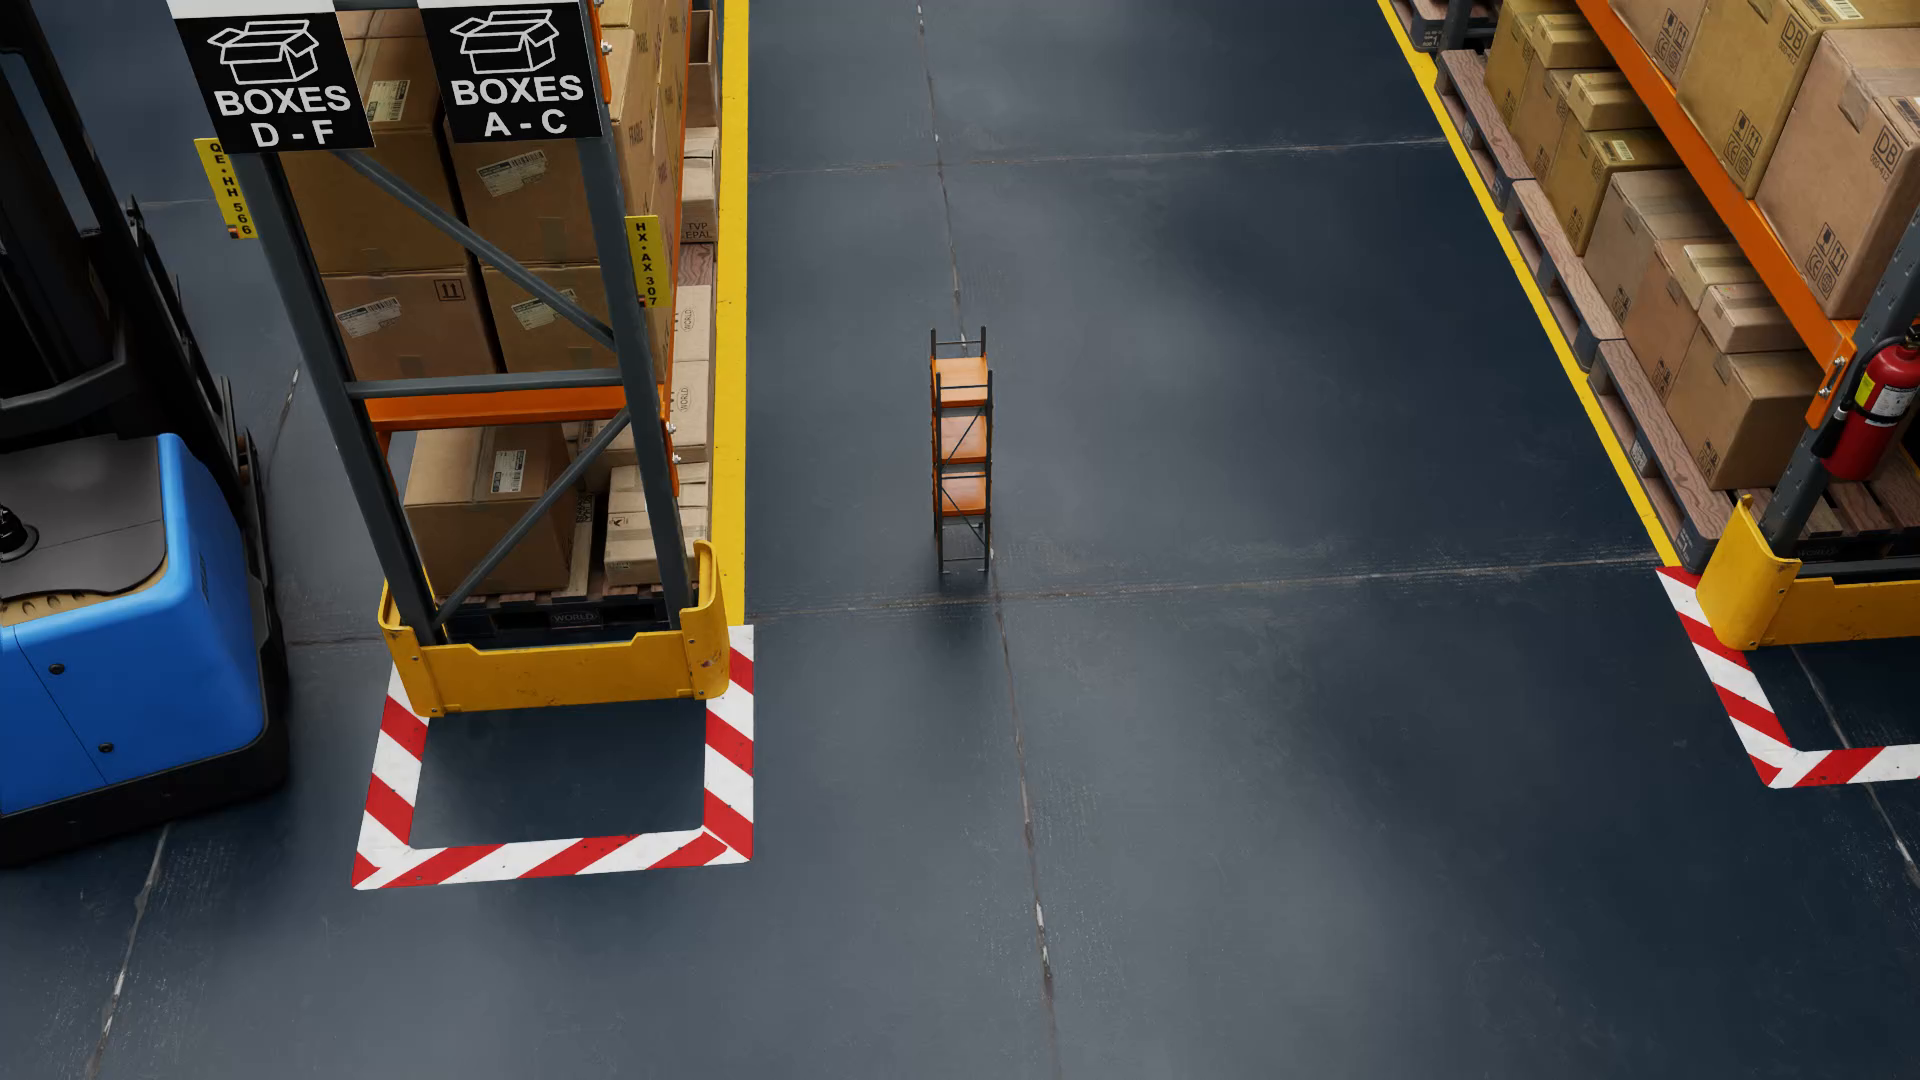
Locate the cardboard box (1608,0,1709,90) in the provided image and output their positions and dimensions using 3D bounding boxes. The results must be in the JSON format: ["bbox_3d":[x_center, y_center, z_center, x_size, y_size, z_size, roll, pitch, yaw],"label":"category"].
[{"bbox_3d":[3.304,-2.332,6.686,0.980,0.700,0.700,-6,47,-5],"label":"cardboard box"}]

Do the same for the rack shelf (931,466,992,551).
[{"bbox_3d":[0.004,-0.124,6.542,0.215,0.259,0.240,-3,47,-3],"label":"rack shelf"}]

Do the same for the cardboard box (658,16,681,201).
[{"bbox_3d":[-1.314,-1.586,6.117,0.500,0.500,0.500,-4,47,-3],"label":"cardboard box"}]

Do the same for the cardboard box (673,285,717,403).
[{"bbox_3d":[-1.299,-0.818,7.050,0.500,0.250,0.500,-3,47,-3],"label":"cardboard box"}]

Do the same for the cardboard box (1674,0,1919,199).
[{"bbox_3d":[3.359,-1.780,6.163,0.980,0.700,0.700,-4,47,-4],"label":"cardboard box"}]

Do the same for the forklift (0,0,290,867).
[{"bbox_3d":[-3.383,-0.992,5.671,1.130,2.935,3.031,-16,49,-14],"label":"forklift"}]

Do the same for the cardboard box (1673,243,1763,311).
[{"bbox_3d":[3.111,-1.057,6.671,0.380,0.149,0.250,-2,47,-2],"label":"cardboard box"}]

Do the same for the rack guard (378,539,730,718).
[{"bbox_3d":[-1.459,0.326,6.097,1.175,0.500,0.348,-3,47,-3],"label":"rack guard"}]

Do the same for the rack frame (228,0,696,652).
[{"bbox_3d":[-1.452,-0.479,5.137,1.000,3.000,0.127,-3,47,-3],"label":"rack frame"}]

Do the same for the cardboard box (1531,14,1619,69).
[{"bbox_3d":[2.956,-2.378,7.922,0.380,0.149,0.250,-2,47,-2],"label":"cardboard box"}]

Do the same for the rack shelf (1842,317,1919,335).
[{"bbox_3d":[3.316,-2.049,6.986,0.919,0.124,3.809,-3,47,-3],"label":"rack shelf"}]

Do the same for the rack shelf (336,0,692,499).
[{"bbox_3d":[-1.620,-1.678,6.769,1.077,0.370,4.000,-3,47,-3],"label":"rack shelf"}]

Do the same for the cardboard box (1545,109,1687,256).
[{"bbox_3d":[3.189,-1.679,7.706,0.700,0.500,0.500,-3,47,-2],"label":"cardboard box"}]

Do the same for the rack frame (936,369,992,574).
[{"bbox_3d":[0.015,-0.234,6.249,0.200,1.050,0.008,-3,47,-3],"label":"rack frame"}]

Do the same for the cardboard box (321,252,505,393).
[{"bbox_3d":[-1.761,-0.820,5.392,0.500,0.500,0.500,-2,47,-2],"label":"cardboard box"}]

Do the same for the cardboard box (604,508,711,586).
[{"bbox_3d":[-1.145,0.027,6.319,0.380,0.149,0.250,-3,47,-3],"label":"cardboard box"}]

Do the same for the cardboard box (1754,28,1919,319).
[{"bbox_3d":[3.431,-1.254,5.665,0.980,0.700,0.700,-2,47,-1],"label":"cardboard box"}]

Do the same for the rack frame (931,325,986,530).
[{"bbox_3d":[-0.006,-0.411,6.416,0.200,1.050,0.008,-3,47,-3],"label":"rack frame"}]

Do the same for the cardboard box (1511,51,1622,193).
[{"bbox_3d":[3.148,-2.050,8.058,0.700,0.500,0.500,-4,47,-4],"label":"cardboard box"}]

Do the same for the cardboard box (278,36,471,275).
[{"bbox_3d":[-1.764,-1.162,5.027,0.500,0.500,0.500,-4,47,-4],"label":"cardboard box"}]

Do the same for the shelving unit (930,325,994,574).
[{"bbox_3d":[0.004,-0.322,6.332,0.215,1.050,0.252,-3,47,-3],"label":"shelving unit"}]

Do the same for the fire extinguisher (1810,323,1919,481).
[{"bbox_3d":[3.036,-0.490,5.459,0.296,0.674,0.183,-3,47,-3],"label":"fire extinguisher"}]

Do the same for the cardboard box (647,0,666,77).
[{"bbox_3d":[-1.315,-1.934,5.758,0.500,0.500,0.500,-3,47,-3],"label":"cardboard box"}]

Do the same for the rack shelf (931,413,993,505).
[{"bbox_3d":[0.004,-0.315,6.340,0.215,0.259,0.240,-3,47,-3],"label":"rack shelf"}]

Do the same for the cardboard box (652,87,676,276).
[{"bbox_3d":[-1.275,-1.223,5.773,0.500,0.500,0.500,-4,47,-4],"label":"cardboard box"}]

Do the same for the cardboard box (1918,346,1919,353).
[{"bbox_3d":[3.535,-0.712,6.344,0.380,0.149,0.250,-3,47,-3],"label":"cardboard box"}]

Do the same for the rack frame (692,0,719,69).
[{"bbox_3d":[-1.787,-3.373,7.878,1.000,3.000,0.127,-3,47,-3],"label":"rack frame"}]

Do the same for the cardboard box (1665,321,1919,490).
[{"bbox_3d":[3.325,-0.568,6.654,0.700,0.500,0.500,-3,47,-3],"label":"cardboard box"}]

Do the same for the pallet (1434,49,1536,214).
[{"bbox_3d":[3.134,-2.163,8.653,1.003,0.211,1.213,-3,47,-3],"label":"pallet"}]

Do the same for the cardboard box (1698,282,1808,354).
[{"bbox_3d":[3.133,-0.872,6.496,0.380,0.149,0.250,-4,47,-4],"label":"cardboard box"}]

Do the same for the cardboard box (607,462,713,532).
[{"bbox_3d":[-1.166,-0.160,6.484,0.380,0.166,0.250,-3,47,-3],"label":"cardboard box"}]

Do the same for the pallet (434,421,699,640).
[{"bbox_3d":[-1.526,-0.151,6.748,1.003,0.211,1.213,-3,47,-3],"label":"pallet"}]

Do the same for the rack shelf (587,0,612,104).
[{"bbox_3d":[-1.620,-2.710,5.680,1.077,0.370,4.000,-3,47,-3],"label":"rack shelf"}]

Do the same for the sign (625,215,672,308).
[{"bbox_3d":[-0.912,-0.809,4.854,0.100,0.325,0.005,-3,47,-3],"label":"sign"}]

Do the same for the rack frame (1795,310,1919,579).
[{"bbox_3d":[3.480,-0.782,5.425,0.949,2.616,0.053,-3,47,-3],"label":"rack frame"}]

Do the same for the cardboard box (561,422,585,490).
[{"bbox_3d":[-1.688,-0.332,6.647,0.380,0.166,0.250,-3,47,-3],"label":"cardboard box"}]

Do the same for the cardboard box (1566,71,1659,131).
[{"bbox_3d":[3.000,-2.000,7.564,0.380,0.149,0.250,-5,47,-4],"label":"cardboard box"}]

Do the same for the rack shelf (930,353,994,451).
[{"bbox_3d":[0.004,-0.510,6.134,0.215,0.259,0.240,-3,47,-3],"label":"rack shelf"}]

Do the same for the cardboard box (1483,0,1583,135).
[{"bbox_3d":[3.109,-2.414,8.403,0.700,0.500,0.500,-3,47,-3],"label":"cardboard box"}]

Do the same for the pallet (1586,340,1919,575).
[{"bbox_3d":[3.339,-0.397,6.981,1.003,0.211,1.213,-3,47,-3],"label":"pallet"}]

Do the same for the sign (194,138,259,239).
[{"bbox_3d":[-2.007,-0.966,4.584,0.100,0.325,0.005,-3,47,-3],"label":"sign"}]

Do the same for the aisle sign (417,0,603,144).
[{"bbox_3d":[-1.154,-1.341,4.164,0.394,0.787,0.004,-3,47,-3],"label":"aisle sign"}]

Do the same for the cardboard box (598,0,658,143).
[{"bbox_3d":[-1.278,-1.572,5.415,0.500,0.500,0.500,-3,47,-3],"label":"cardboard box"}]

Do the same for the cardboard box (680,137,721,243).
[{"bbox_3d":[-1.394,-1.662,7.807,0.500,0.311,0.500,-3,47,-3],"label":"cardboard box"}]

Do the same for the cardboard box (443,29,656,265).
[{"bbox_3d":[-1.227,-1.194,5.057,0.500,0.500,0.500,-2,47,-2],"label":"cardboard box"}]
